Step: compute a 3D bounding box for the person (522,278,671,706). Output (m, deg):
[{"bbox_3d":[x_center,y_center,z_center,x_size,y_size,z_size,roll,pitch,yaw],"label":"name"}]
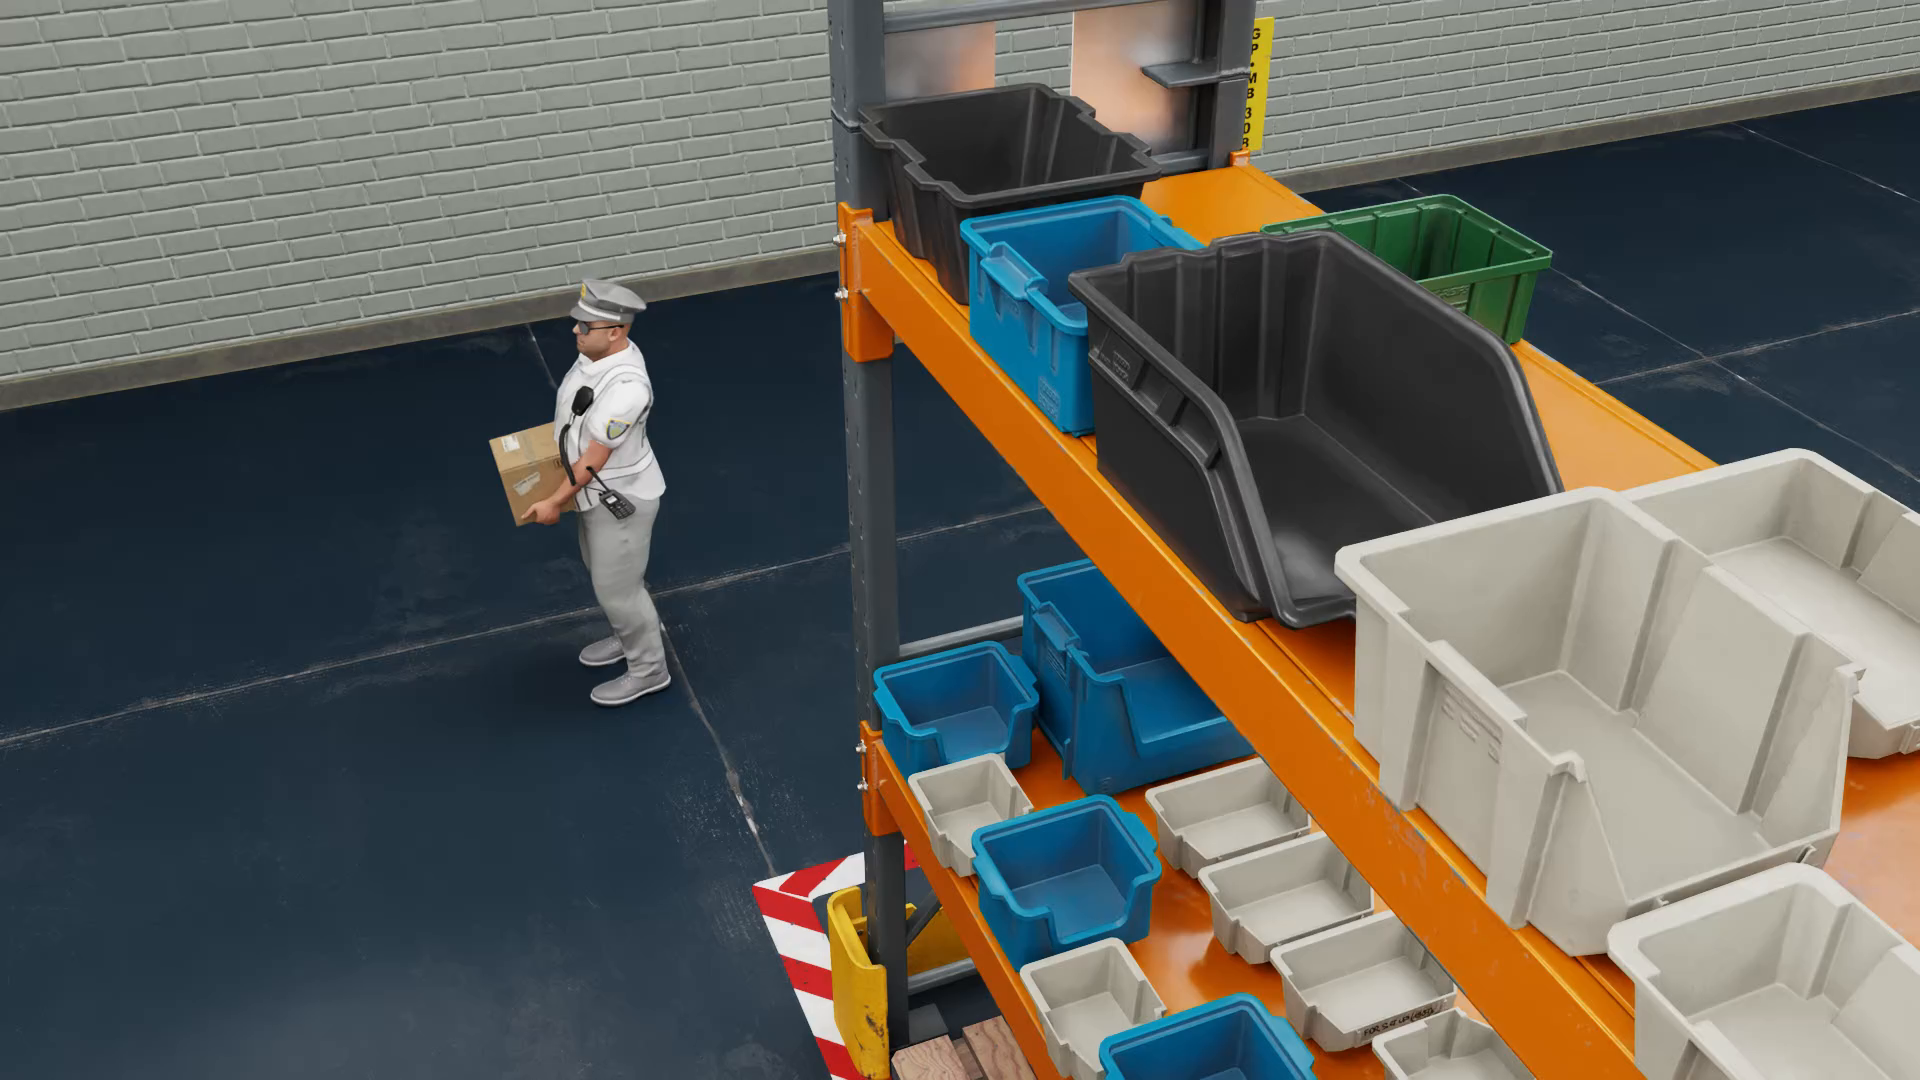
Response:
[{"bbox_3d":[-1.412,-0.171,6.380,0.564,1.766,0.494,-12,35,-18],"label":"person"}]
